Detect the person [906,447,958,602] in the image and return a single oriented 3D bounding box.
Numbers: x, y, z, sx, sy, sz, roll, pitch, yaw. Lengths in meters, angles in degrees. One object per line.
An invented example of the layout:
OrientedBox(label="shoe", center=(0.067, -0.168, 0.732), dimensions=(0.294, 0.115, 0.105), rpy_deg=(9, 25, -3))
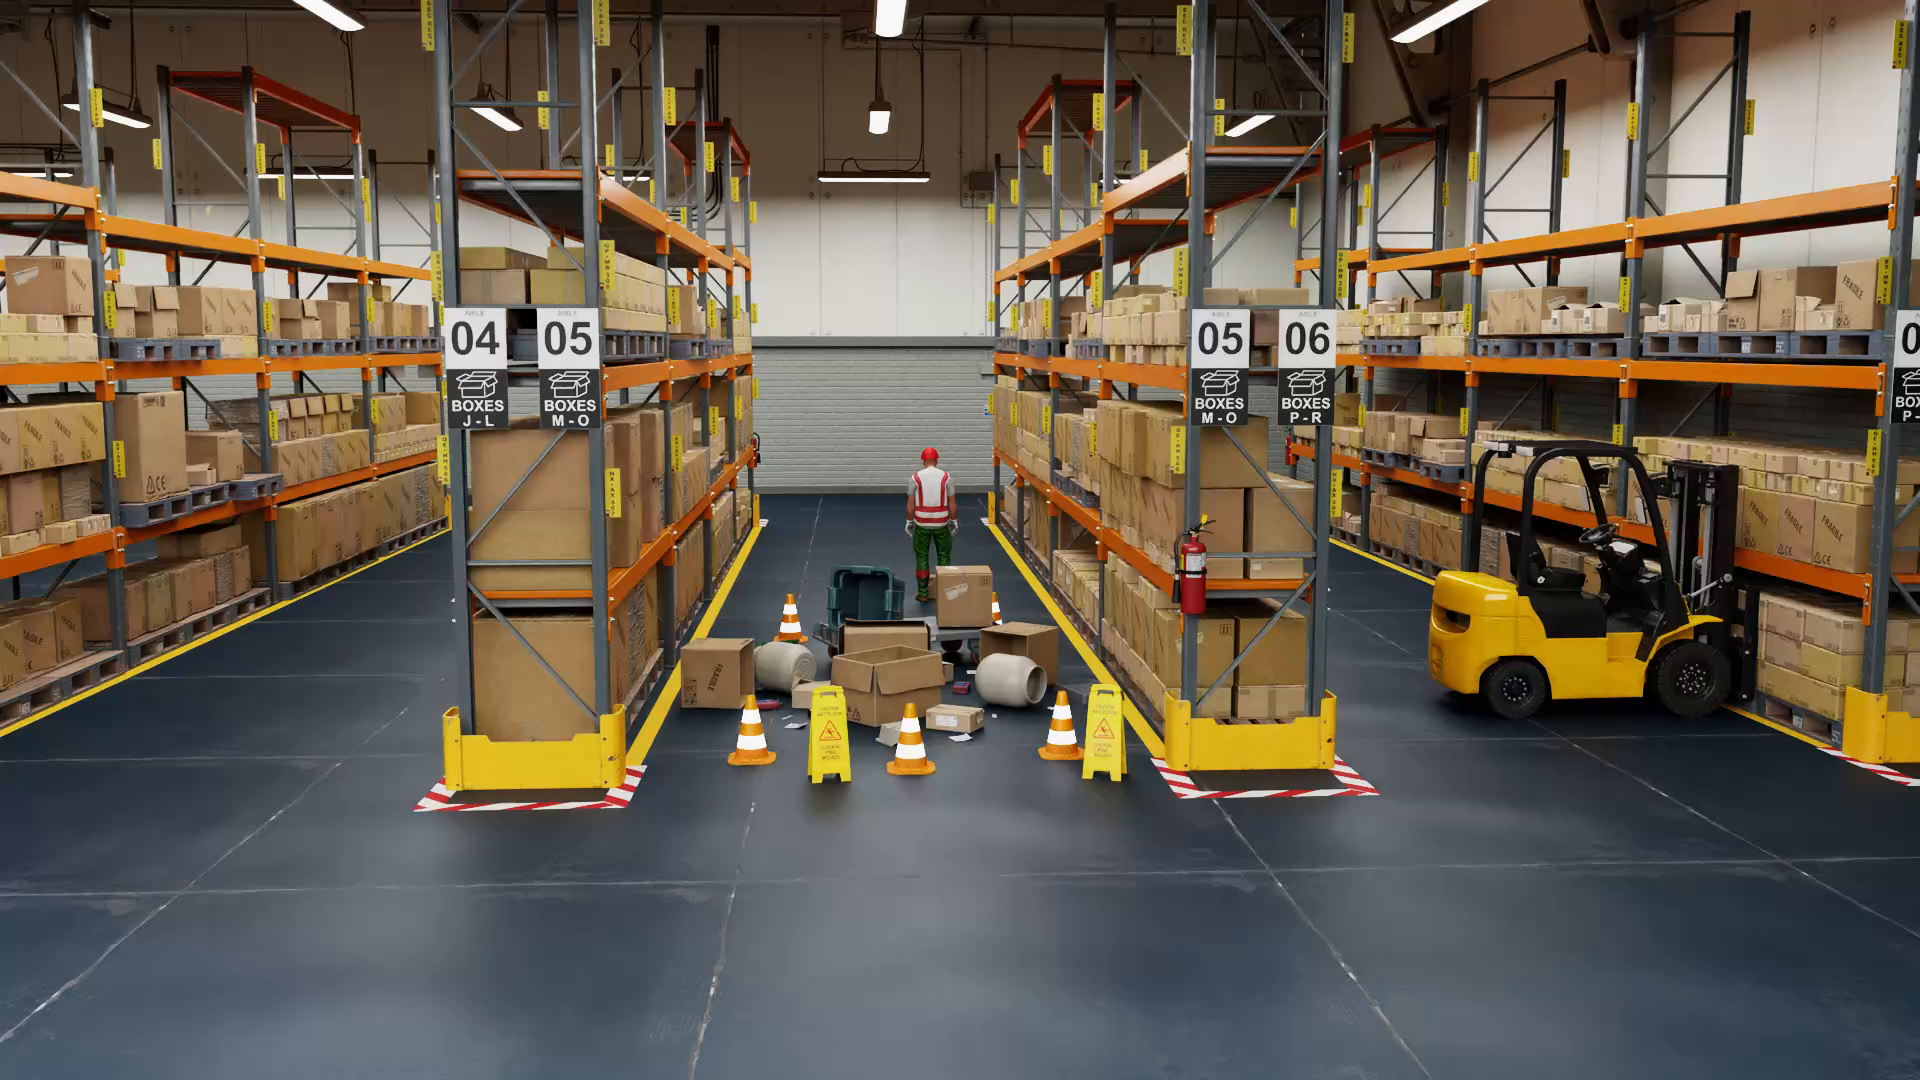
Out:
OrientedBox(label="person", center=(-0.323, -0.185, 19.231), dimensions=(0.608, 1.779, 0.449), rpy_deg=(0, 7, -3))
